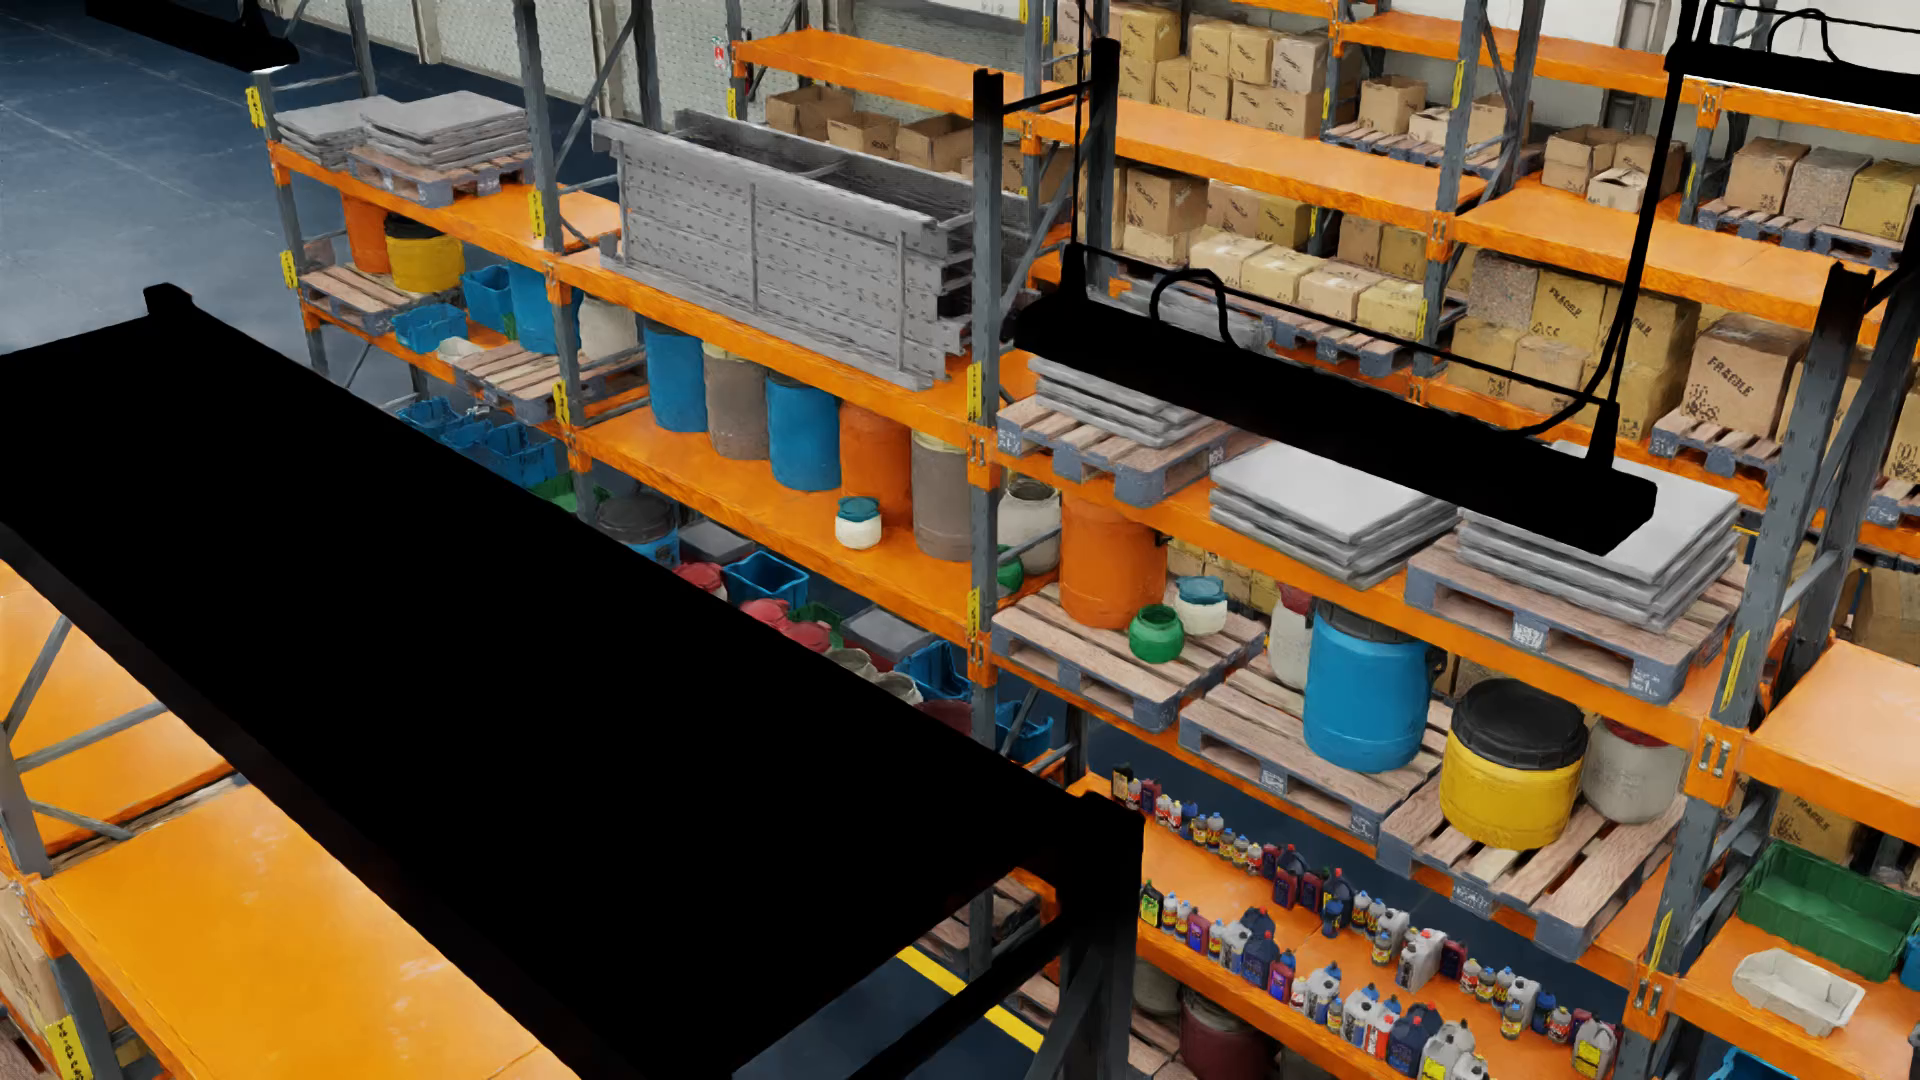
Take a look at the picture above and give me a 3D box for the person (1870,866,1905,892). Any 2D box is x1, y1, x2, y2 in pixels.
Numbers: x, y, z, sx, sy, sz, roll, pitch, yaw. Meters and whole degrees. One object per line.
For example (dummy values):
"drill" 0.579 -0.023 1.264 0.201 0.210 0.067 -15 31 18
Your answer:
"person" 5.346 2.614 9.882 0.618 1.665 0.481 12 32 21

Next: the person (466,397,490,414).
"person" -5.391 -2.191 18.533 0.463 1.587 0.589 4 30 7
